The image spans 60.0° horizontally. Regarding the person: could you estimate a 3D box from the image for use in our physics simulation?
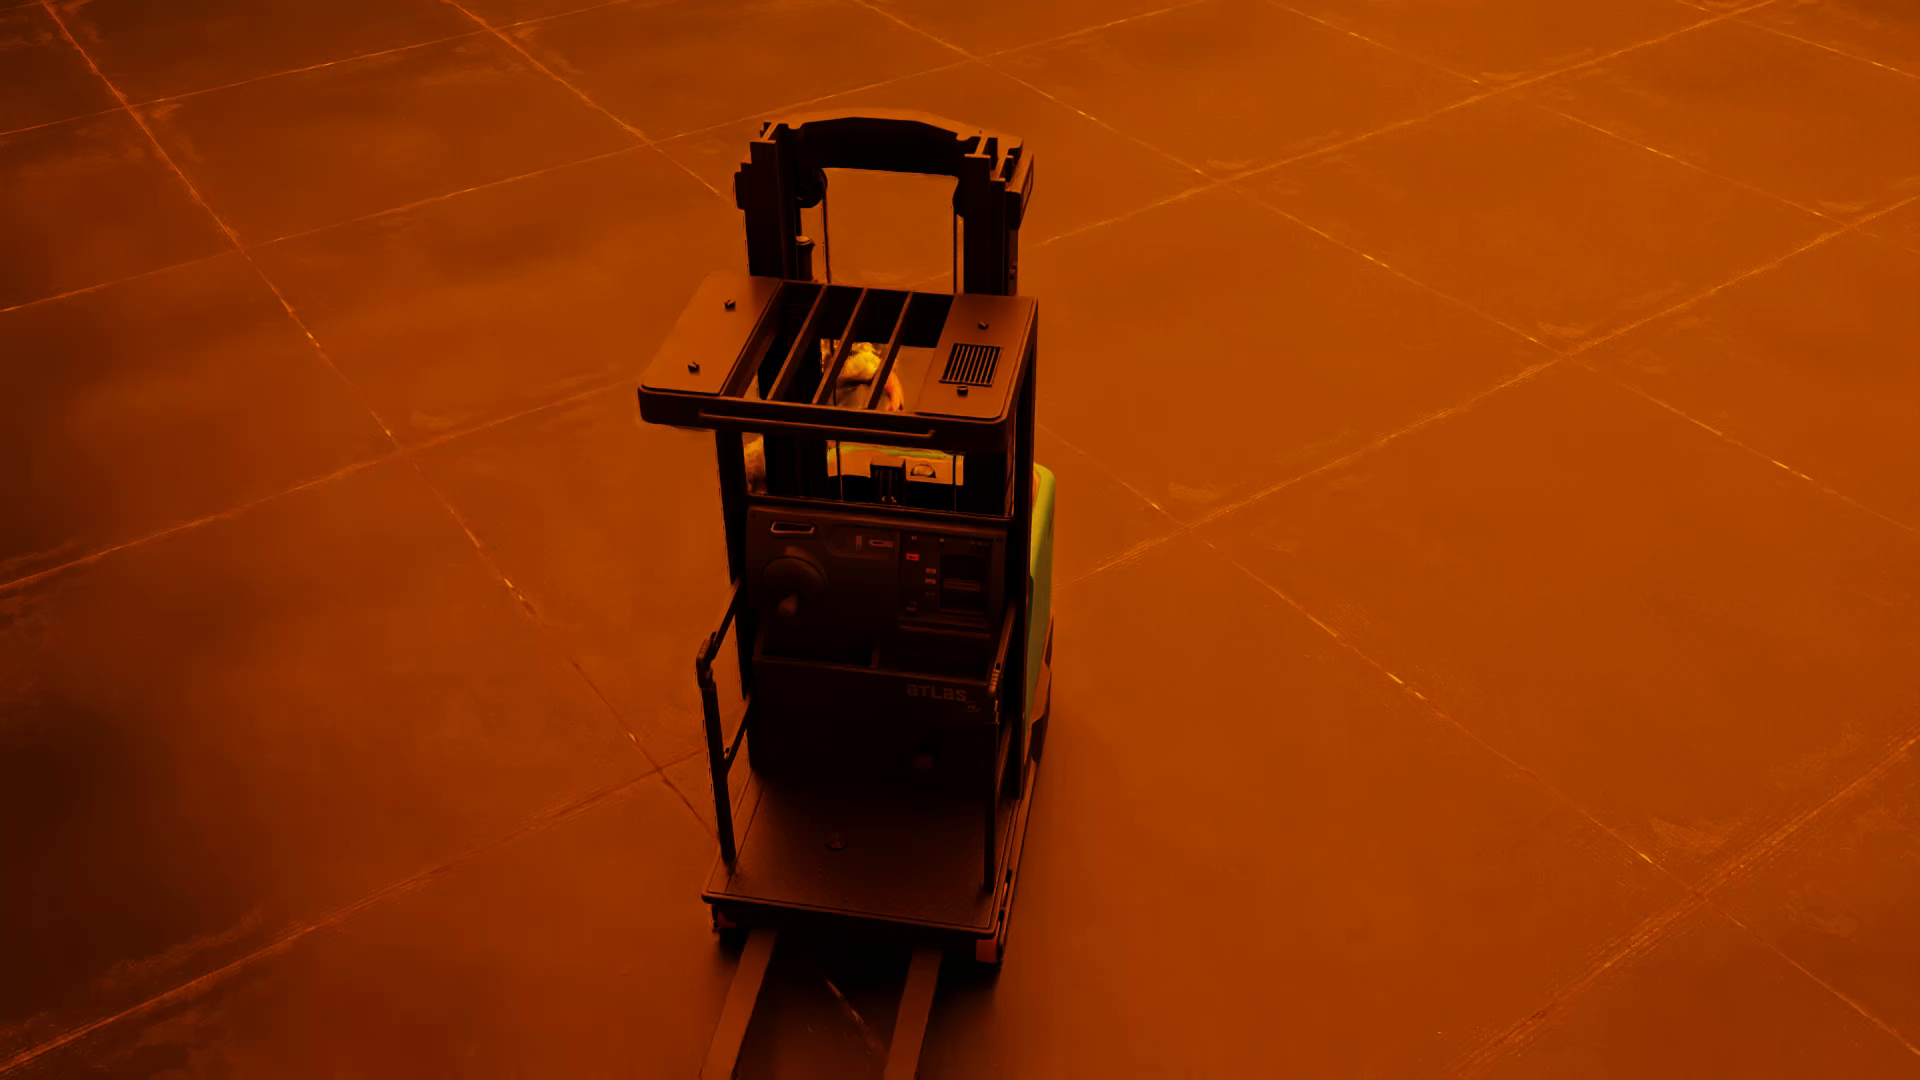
[{"bbox_3d":[-0.703,-0.455,7.816,0.815,1.508,1.021,-9,37,-12],"label":"person"}]

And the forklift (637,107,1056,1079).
[{"bbox_3d":[-0.335,0.178,5.704,1.130,2.935,3.031,6,37,8],"label":"forklift"}]
